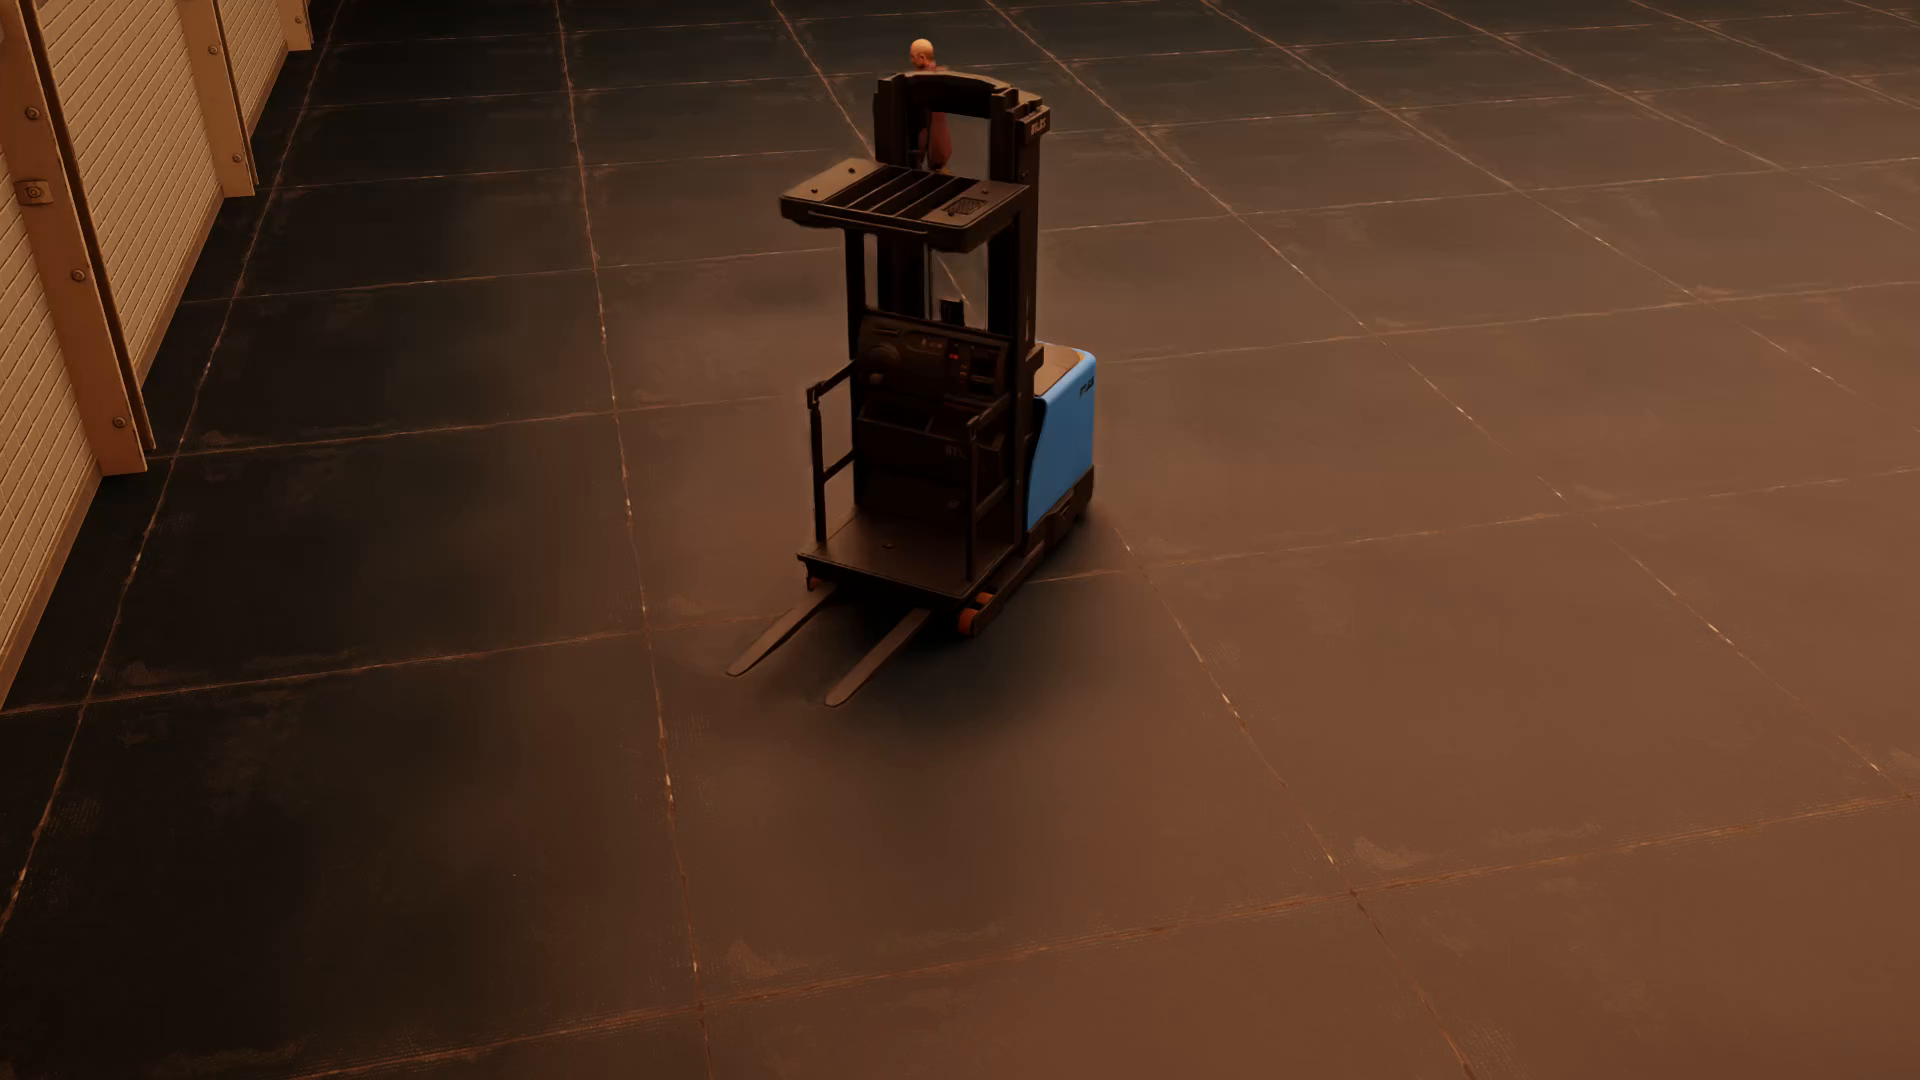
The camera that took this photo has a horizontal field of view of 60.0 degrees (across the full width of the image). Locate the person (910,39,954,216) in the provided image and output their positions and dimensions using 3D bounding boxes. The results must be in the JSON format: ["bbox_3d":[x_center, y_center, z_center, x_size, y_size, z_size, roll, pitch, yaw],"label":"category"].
[{"bbox_3d":[-0.347,-3.747,15.284,0.689,1.704,0.774,-6,31,-10],"label":"person"}]

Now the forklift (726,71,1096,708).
[{"bbox_3d":[-0.256,-0.966,9.243,1.130,2.935,3.031,14,33,23],"label":"forklift"}]
